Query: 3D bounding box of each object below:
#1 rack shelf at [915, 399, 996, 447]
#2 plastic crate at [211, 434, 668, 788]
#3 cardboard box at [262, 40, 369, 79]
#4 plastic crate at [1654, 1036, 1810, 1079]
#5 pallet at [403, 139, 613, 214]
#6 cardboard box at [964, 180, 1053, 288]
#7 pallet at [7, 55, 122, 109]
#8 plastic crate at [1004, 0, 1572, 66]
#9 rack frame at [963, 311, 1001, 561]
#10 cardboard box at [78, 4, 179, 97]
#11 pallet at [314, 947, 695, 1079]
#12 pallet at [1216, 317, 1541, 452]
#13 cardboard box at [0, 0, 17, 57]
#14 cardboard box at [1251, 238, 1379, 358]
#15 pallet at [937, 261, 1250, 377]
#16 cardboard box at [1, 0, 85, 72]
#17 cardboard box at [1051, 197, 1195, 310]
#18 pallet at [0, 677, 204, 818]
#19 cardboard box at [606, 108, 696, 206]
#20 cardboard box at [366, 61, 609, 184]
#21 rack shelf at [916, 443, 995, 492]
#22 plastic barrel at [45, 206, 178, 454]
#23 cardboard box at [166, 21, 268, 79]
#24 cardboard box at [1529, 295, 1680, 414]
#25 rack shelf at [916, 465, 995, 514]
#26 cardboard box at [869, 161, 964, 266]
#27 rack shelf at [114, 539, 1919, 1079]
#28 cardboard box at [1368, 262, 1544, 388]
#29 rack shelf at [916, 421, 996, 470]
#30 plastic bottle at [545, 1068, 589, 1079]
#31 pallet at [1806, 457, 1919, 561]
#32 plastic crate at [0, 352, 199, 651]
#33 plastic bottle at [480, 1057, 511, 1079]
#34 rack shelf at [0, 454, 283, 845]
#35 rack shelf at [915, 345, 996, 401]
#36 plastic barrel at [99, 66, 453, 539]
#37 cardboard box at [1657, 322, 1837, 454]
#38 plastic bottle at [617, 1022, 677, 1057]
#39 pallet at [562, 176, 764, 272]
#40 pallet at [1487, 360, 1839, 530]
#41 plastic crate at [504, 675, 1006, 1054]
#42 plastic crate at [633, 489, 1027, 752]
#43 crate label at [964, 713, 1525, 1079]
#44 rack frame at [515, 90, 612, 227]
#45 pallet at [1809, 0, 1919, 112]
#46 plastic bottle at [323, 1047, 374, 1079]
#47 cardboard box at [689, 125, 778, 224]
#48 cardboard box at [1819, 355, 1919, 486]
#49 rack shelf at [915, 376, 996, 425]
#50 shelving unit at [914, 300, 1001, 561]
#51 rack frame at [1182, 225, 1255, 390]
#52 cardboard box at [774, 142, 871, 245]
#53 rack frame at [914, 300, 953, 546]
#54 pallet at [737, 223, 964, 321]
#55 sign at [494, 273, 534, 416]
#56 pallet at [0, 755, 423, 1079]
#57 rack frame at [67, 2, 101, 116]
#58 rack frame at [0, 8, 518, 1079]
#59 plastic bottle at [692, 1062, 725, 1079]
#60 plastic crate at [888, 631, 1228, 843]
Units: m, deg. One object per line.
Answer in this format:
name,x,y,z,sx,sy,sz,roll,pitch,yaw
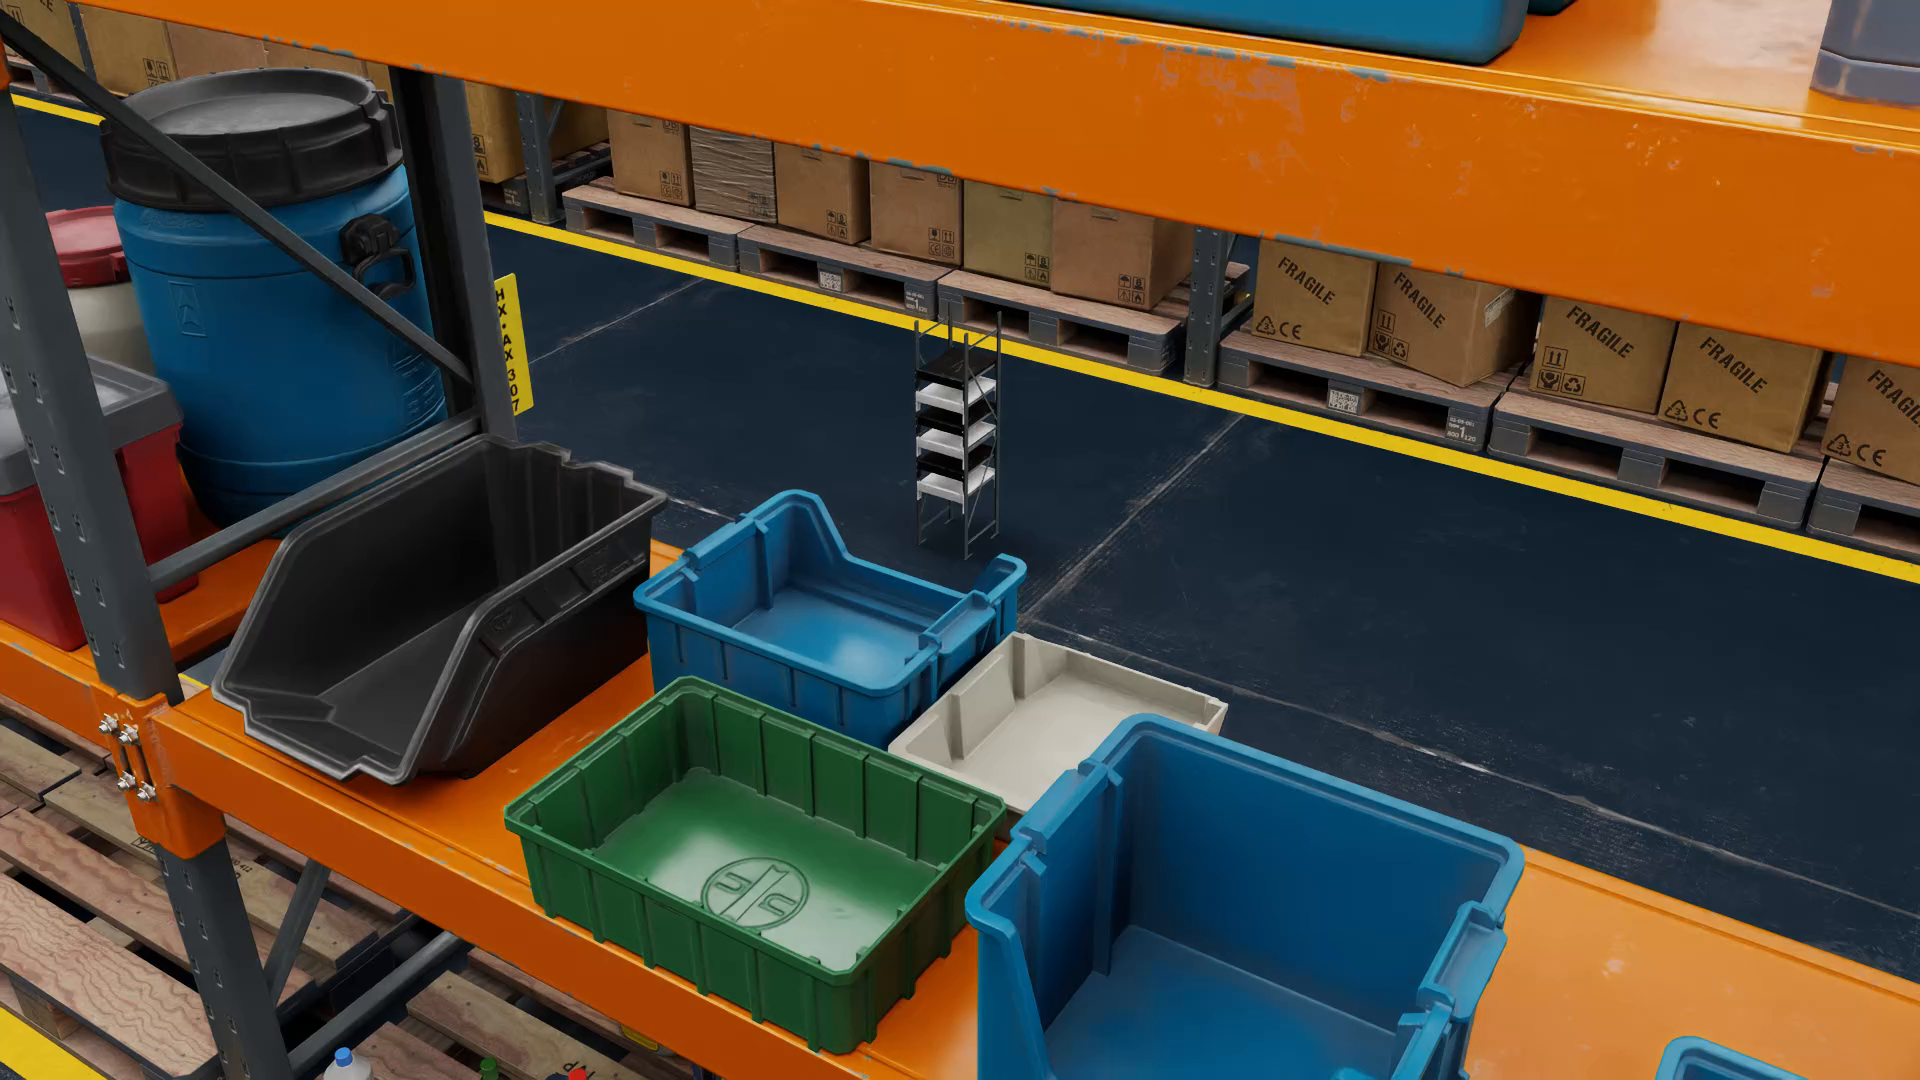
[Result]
rack shelf,-0.007,-0.440,5.998,0.200,0.077,0.258,18,35,27
plastic crate,-0.942,0.142,3.091,0.504,0.338,0.767,18,35,27
cardboard box,-3.397,-2.964,10.046,0.875,0.875,1.225,18,35,27
plastic crate,0.940,0.874,1.923,0.408,0.251,0.499,18,35,27
pallet,-2.701,-2.304,9.989,1.213,0.211,1.003,18,35,27
cardboard box,0.412,-1.613,8.082,0.500,0.500,0.700,17,34,27
pallet,-6.063,-3.369,11.815,1.213,0.211,1.003,18,35,27
plastic crate,0.294,-0.679,1.476,0.575,0.384,0.392,18,35,27
rack frame,0.079,-0.364,5.980,0.006,0.900,0.240,18,35,27
cardboard box,-4.908,-3.437,10.856,0.875,0.875,1.225,18,35,27
pallet,-0.772,1.323,3.773,1.213,0.211,1.003,18,35,27
pallet,1.902,-0.824,7.453,1.213,0.211,1.003,18,35,27
cardboard box,-6.740,-4.052,11.911,0.875,0.875,0.875,18,35,27
cardboard box,1.632,-1.171,7.344,0.500,0.500,0.500,16,34,26
pallet,0.655,-1.197,8.092,1.213,0.211,1.003,18,35,27
cardboard box,-5.977,-3.811,11.497,0.875,0.875,0.875,18,35,27
cardboard box,0.806,-1.477,7.849,0.500,0.500,0.700,15,33,24
pallet,-3.042,0.605,5.003,1.213,0.211,1.003,18,35,27
cardboard box,-1.495,-2.204,9.095,0.500,0.500,0.700,16,34,25
cardboard box,-2.646,-2.722,9.631,0.875,0.875,1.225,16,34,25
rack shelf,-0.007,-0.284,6.089,0.200,0.077,0.258,18,35,27
plastic barrel,-2.012,-0.488,3.975,0.433,0.535,0.433,0,30,0
cardboard box,-4.151,-3.198,10.447,0.875,0.875,1.225,16,34,26
cardboard box,2.689,-0.888,6.859,0.500,0.500,0.500,14,33,23
rack shelf,-0.007,-0.207,6.134,0.200,0.077,0.258,18,35,27
cardboard box,-0.062,-1.763,8.339,0.500,0.500,0.700,14,33,23
rack shelf,0.376,0.767,2.672,4.000,0.370,1.077,18,35,27
cardboard box,2.122,-1.020,7.086,0.500,0.500,0.500,-23,37,-33
rack shelf,-0.007,-0.362,6.044,0.200,0.077,0.258,18,35,27
plastic bottle,-0.779,1.207,3.397,0.185,0.351,0.144,18,35,27
pallet,3.969,-0.170,6.332,1.213,0.211,1.003,18,35,27
plastic crate,-1.891,-0.106,3.391,0.583,0.464,0.402,18,35,27
plastic bottle,-0.937,1.206,3.465,0.133,0.283,0.061,18,35,27
rack shelf,-3.012,-0.304,4.509,4.000,0.370,1.077,18,35,27
rack shelf,-0.007,-0.595,5.908,0.200,0.077,0.258,18,35,27
plastic barrel,-1.484,-0.528,3.682,0.708,0.901,0.600,18,35,27
cardboard box,3.138,-0.719,6.570,0.500,0.500,0.500,21,36,32
plastic bottle,-0.696,0.986,3.775,0.185,0.351,0.144,18,35,27
pallet,-1.412,-1.850,9.212,1.213,0.211,1.003,18,35,27
pallet,2.940,-0.497,6.893,1.213,0.211,1.003,18,35,27
plastic crate,-0.319,0.496,2.633,0.662,0.188,0.450,18,35,27
plastic crate,-0.237,0.166,3.137,0.616,0.251,0.499,18,35,27
crate label,0.367,0.599,2.211,0.616,0.435,0.502,18,35,27
rack frame,-2.073,-3.265,8.869,0.127,3.000,1.000,18,35,27
pallet,1.421,-0.485,1.315,1.213,0.211,1.003,18,35,27
plastic bottle,-1.281,1.182,3.519,0.097,0.271,0.097,0,30,0
cardboard box,-1.018,-2.061,8.850,0.500,0.500,0.700,15,33,23
cardboard box,3.658,-0.543,6.268,0.500,0.500,0.500,-25,38,-36
rack shelf,-0.007,-0.518,5.953,0.200,0.077,0.258,18,35,27
shelving unit,-0.007,-0.391,6.027,0.210,0.900,0.258,18,35,27
rack frame,1.315,-2.193,7.032,0.127,3.000,1.000,18,35,27
cardboard box,-0.534,-1.912,8.595,0.500,0.500,0.700,21,36,31
rack frame,-0.093,-0.418,6.074,0.006,0.900,0.240,18,35,27
pallet,-0.383,-1.523,8.651,1.213,0.211,1.003,18,35,27
sign,-1.016,-0.431,3.737,0.005,0.325,0.100,18,35,27
pallet,-2.004,0.931,4.444,1.213,0.211,1.003,18,35,27
rack frame,-5.461,-4.336,10.706,0.127,3.000,1.000,18,35,27
rack frame,-1.318,-0.079,3.409,0.127,3.000,1.000,18,35,27
plastic bottle,-0.515,1.078,3.692,0.135,0.276,0.152,18,35,27
plastic crate,0.192,0.362,2.915,0.437,0.136,0.530,18,35,27
